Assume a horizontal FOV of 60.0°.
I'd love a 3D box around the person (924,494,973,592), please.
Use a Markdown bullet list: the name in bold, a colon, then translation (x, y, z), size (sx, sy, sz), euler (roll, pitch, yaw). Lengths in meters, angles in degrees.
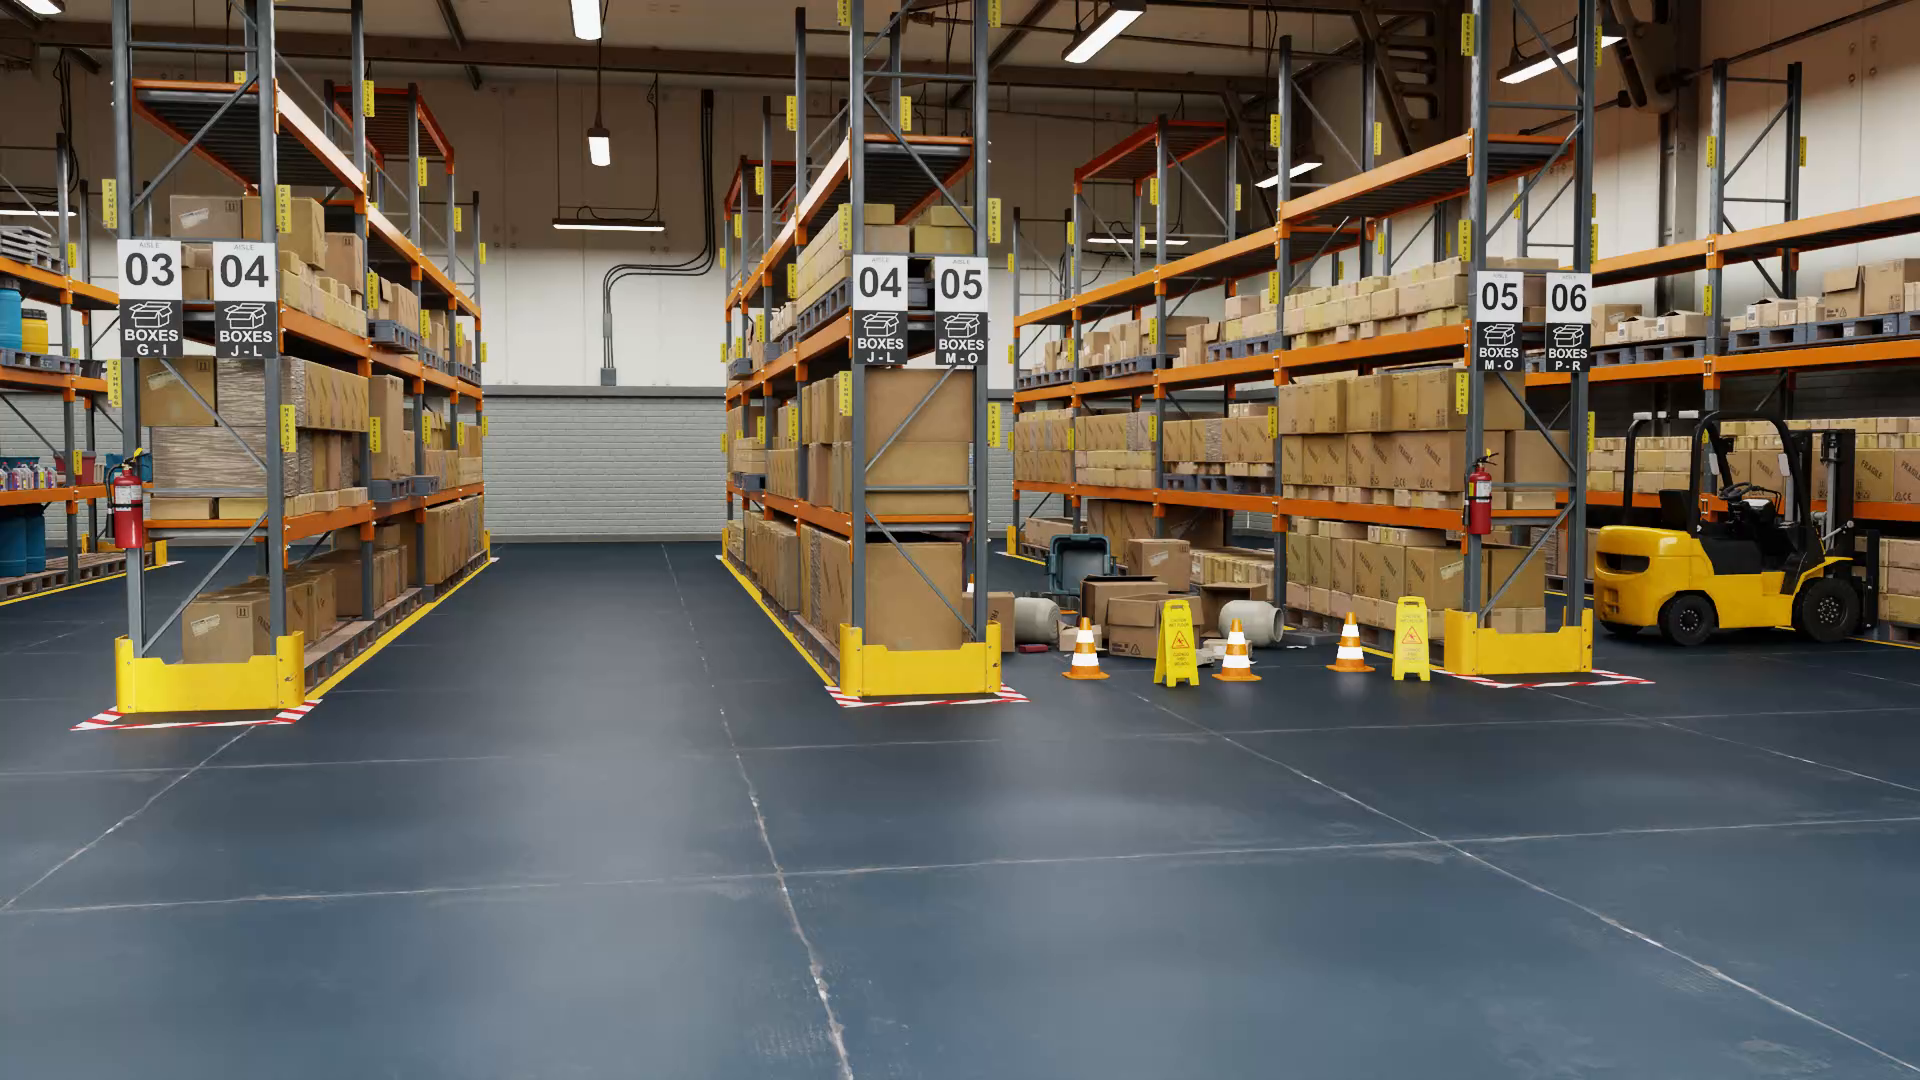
- **person**: translation (-0.136, -0.061, 18.961), size (0.579, 1.560, 0.410), euler (-1, 3, -12)
